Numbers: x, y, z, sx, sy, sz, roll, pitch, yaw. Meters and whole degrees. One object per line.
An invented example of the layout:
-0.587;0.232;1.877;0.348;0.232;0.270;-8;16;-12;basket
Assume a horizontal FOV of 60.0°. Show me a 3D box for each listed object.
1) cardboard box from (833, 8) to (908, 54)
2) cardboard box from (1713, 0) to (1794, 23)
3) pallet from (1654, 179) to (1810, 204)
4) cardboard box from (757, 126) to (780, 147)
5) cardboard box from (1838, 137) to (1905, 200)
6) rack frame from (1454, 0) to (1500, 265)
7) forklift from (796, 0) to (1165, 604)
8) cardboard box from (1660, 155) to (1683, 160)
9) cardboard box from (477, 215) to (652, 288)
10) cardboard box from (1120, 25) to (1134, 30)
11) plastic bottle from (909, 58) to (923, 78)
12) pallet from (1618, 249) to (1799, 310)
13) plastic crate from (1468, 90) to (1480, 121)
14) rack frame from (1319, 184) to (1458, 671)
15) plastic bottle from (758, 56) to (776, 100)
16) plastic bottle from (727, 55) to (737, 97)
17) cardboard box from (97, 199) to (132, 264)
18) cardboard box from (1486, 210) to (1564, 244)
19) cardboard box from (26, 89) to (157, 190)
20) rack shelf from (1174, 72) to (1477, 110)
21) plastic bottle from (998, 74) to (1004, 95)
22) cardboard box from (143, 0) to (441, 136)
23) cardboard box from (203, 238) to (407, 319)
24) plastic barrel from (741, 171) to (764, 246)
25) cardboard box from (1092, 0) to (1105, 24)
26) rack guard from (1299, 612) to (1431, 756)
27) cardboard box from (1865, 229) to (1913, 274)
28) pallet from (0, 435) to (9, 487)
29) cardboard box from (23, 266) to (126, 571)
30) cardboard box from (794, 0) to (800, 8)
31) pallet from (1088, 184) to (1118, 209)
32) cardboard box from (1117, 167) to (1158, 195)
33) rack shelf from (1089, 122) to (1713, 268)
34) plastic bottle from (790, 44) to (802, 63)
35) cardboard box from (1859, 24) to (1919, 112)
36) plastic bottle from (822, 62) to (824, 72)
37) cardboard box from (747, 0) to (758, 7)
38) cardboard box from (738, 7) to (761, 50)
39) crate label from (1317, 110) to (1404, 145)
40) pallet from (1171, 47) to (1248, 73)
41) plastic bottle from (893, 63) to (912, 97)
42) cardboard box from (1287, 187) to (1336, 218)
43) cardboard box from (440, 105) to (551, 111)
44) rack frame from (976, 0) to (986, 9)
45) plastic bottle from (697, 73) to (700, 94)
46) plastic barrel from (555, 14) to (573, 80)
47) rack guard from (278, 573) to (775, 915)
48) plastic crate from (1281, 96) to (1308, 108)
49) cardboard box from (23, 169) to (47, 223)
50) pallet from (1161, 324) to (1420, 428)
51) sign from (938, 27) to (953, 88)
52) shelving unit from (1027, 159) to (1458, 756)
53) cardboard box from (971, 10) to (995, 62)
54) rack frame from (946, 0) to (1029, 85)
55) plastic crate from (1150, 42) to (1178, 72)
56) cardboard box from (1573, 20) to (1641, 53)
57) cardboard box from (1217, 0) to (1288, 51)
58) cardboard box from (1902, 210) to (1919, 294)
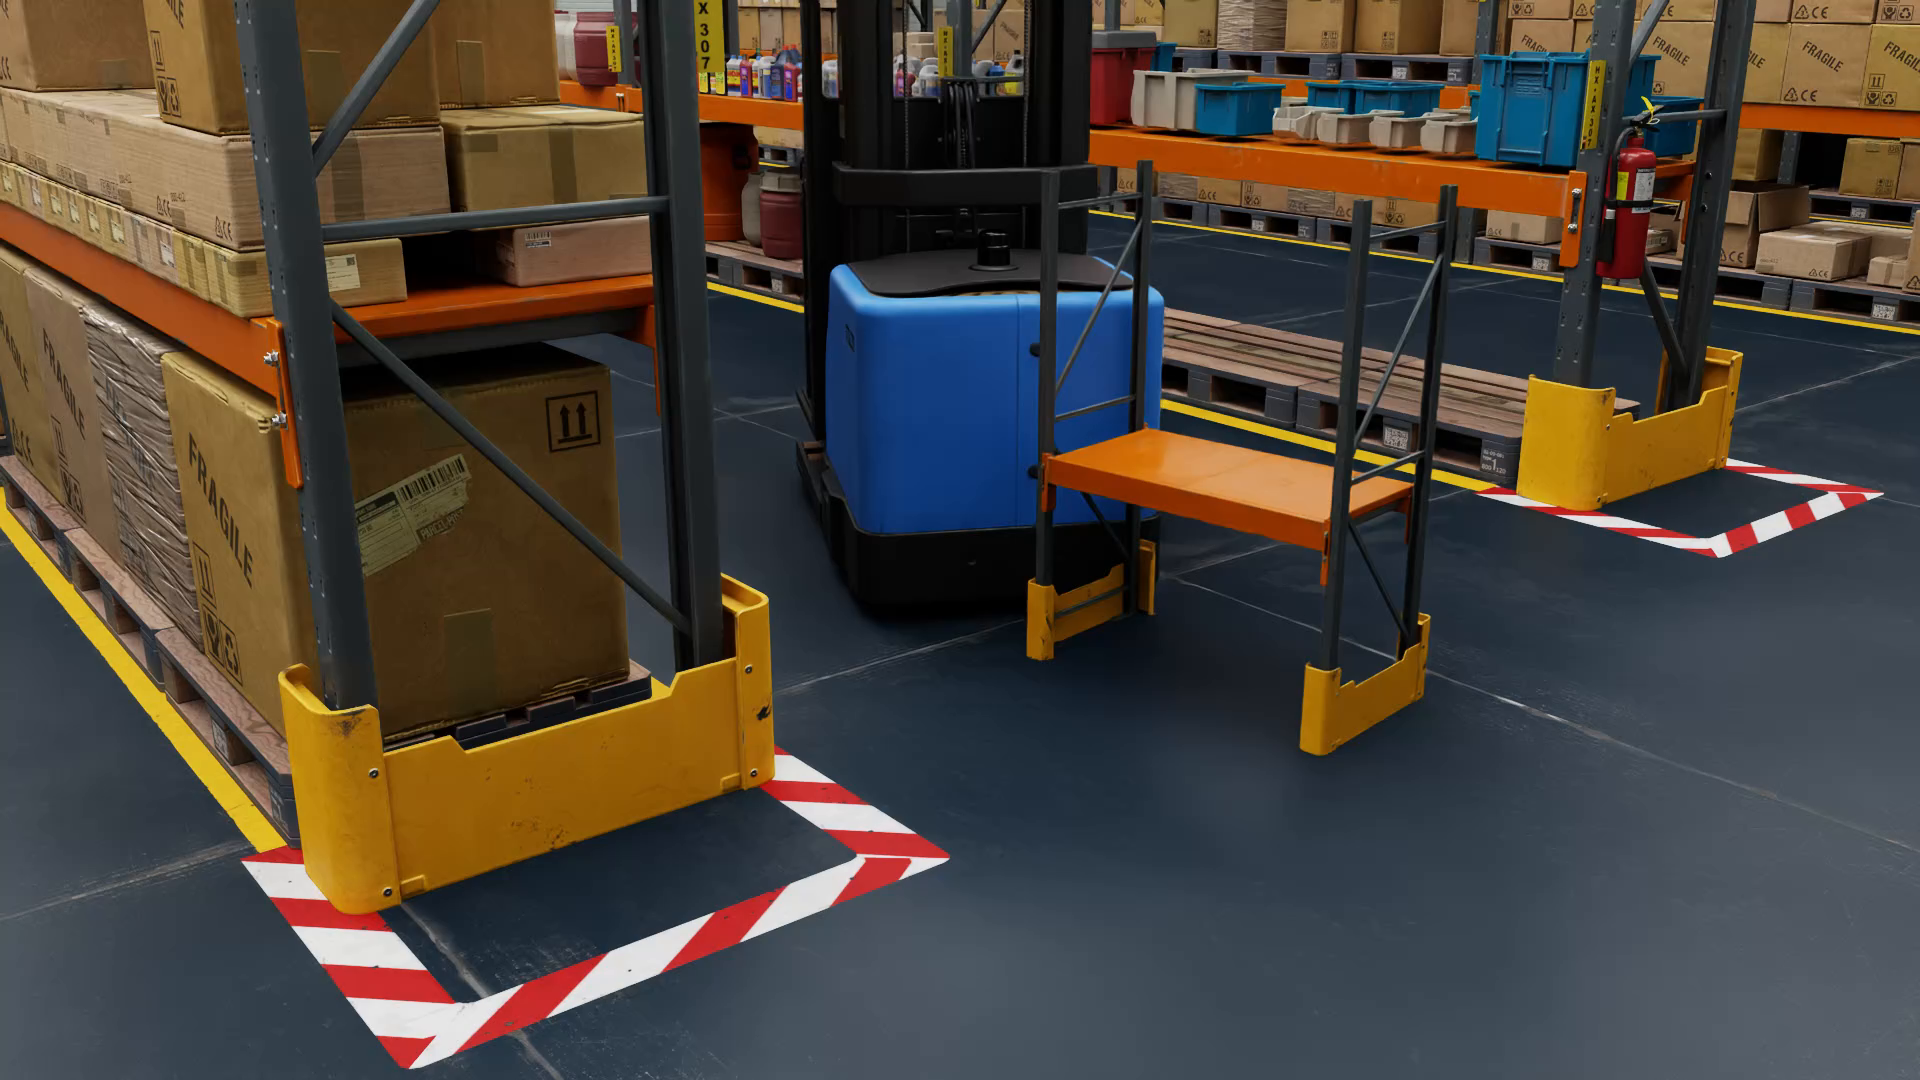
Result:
-1.012;-5.769;18.854;0.700;0.500;0.500;-15;23;-38;cardboard box
5.268;-3.612;10.750;0.500;0.500;0.500;-13;22;-34;cardboard box
7.578;-3.462;16.480;1.003;0.211;1.213;-14;23;-36;pallet
-2.127;-4.948;20.239;0.500;0.250;0.500;-14;23;-36;cardboard box
8.500;-3.418;15.222;0.700;0.500;0.500;-14;23;-35;cardboard box
4.236;-3.642;12.590;1.000;3.000;0.127;-14;23;-36;rack frame
-0.094;-1.604;6.542;1.130;2.935;3.031;-3;19;-10;forklift
7.057;-4.142;16.851;0.750;0.750;0.750;-13;22;-34;cardboard box
-1.010;-0.757;4.275;0.380;0.149;0.250;-14;23;-36;cardboard box
2.315;-6.701;22.036;0.500;0.250;0.500;-14;23;-36;cardboard box
-0.333;-3.004;10.861;0.152;0.276;0.135;-14;23;-36;plastic bottle
5.423;-1.848;11.608;1.003;0.211;1.213;-14;23;-36;pallet
2.530;-1.927;7.581;0.416;0.233;0.300;-14;23;-36;plastic crate
1.163;-0.191;4.554;0.032;1.500;0.500;16;24;40;rack frame
-1.257;-3.092;11.125;0.152;0.276;0.135;-14;23;-36;plastic bottle
-1.554;-3.193;11.440;0.097;0.271;0.097;0;18;0;plastic bottle
-2.163;-0.880;4.647;0.380;0.149;0.250;-15;23;-37;cardboard box
4.327;-2.429;12.503;0.500;0.311;0.500;-14;23;-36;cardboard box
-2.515;-1.240;5.100;0.500;0.250;0.500;-14;23;-36;cardboard box
2.994;-3.793;14.191;1.077;0.370;4.000;-14;23;-36;rack shelf
0.288;-2.813;10.403;0.097;0.201;0.097;0;18;0;plastic bottle
-1.557;-1.219;3.844;0.500;0.500;0.500;-14;23;-35;cardboard box
-1.528;-0.628;3.887;0.380;0.149;0.250;-13;23;-35;cardboard box
-1.396;-2.441;12.253;0.421;0.512;0.421;0;18;0;plastic barrel
1.995;-7.180;22.287;0.500;0.500;0.500;-15;23;-38;cardboard box
1.162;0.402;4.751;0.087;0.250;0.587;16;24;40;rack guard
6.293;-1.873;10.920;0.500;0.250;0.500;-14;23;-36;cardboard box
-4.070;-0.561;7.722;1.003;0.211;1.213;-14;23;-36;pallet
-2.626;-0.500;5.814;0.875;0.875;0.875;-14;23;-36;cardboard box
-1.699;-6.245;19.260;0.380;0.149;0.250;-14;23;-36;cardboard box
1.271;-3.514;16.640;1.003;0.211;1.213;-14;23;-36;pallet
1.811;-3.482;15.383;0.500;0.500;0.500;-13;22;-34;cardboard box
1.592;-1.842;8.298;1.077;0.370;4.000;-14;23;-36;rack shelf
-1.125;-3.150;11.181;0.144;0.351;0.185;-14;23;-36;plastic bottle
5.903;-2.888;10.154;0.500;0.500;0.500;-14;23;-36;cardboard box
-0.915;-2.956;10.715;0.152;0.276;0.135;-14;23;-36;plastic bottle
-2.339;-6.499;20.026;0.380;0.149;0.250;-14;23;-37;cardboard box
-2.302;-6.277;20.388;0.700;0.500;0.500;-14;23;-36;cardboard box
1.825;-1.898;7.646;0.396;0.136;0.243;-14;23;-36;crate label
2.228;-4.383;15.134;1.213;0.211;1.003;-14;23;-36;pallet
-0.375;-2.741;10.067;0.152;0.276;0.135;-14;23;-36;plastic bottle
3.093;-2.977;13.858;0.500;0.500;0.500;-14;23;-35;cardboard box
-1.463;-1.092;4.653;0.500;0.250;0.500;-14;23;-37;cardboard box
0.666;-7.567;24.442;1.000;3.000;0.127;-14;23;-36;rack frame
-1.831;-3.319;11.812;0.152;0.276;0.135;-14;23;-36;plastic bottle
-3.201;-4.031;13.585;0.421;0.512;0.421;0;18;0;plastic barrel
-1.034;0.469;4.152;1.175;0.500;0.348;-14;23;-36;rack guard
1.667;-2.209;8.586;0.293;0.136;0.466;-14;23;-36;plastic crate
-2.804;-1.133;5.413;0.380;0.149;0.250;-14;23;-35;cardboard box
1.599;-0.878;8.678;1.003;0.211;1.213;-14;23;-36;pallet
-0.082;-2.701;9.307;0.100;0.325;0.005;-14;23;-36;sign
0.797;-0.298;4.876;1.083;1.500;0.587;16;24;40;shelving unit
0.371;-5.215;17.181;0.500;0.500;0.500;-14;23;-36;cardboard box
0.350;-2.676;9.673;1.000;3.000;0.127;-14;23;-36;rack frame
0.908;-2.649;9.520;0.392;0.384;0.575;-14;23;-36;plastic crate
4.659;-3.385;11.655;0.500;0.500;0.500;-13;23;-35;cardboard box
2.650;-4.479;14.289;0.700;0.500;0.500;-9;20;-26;cardboard box
6.188;-1.765;10.196;0.500;0.500;0.500;-14;23;-36;cardboard box
